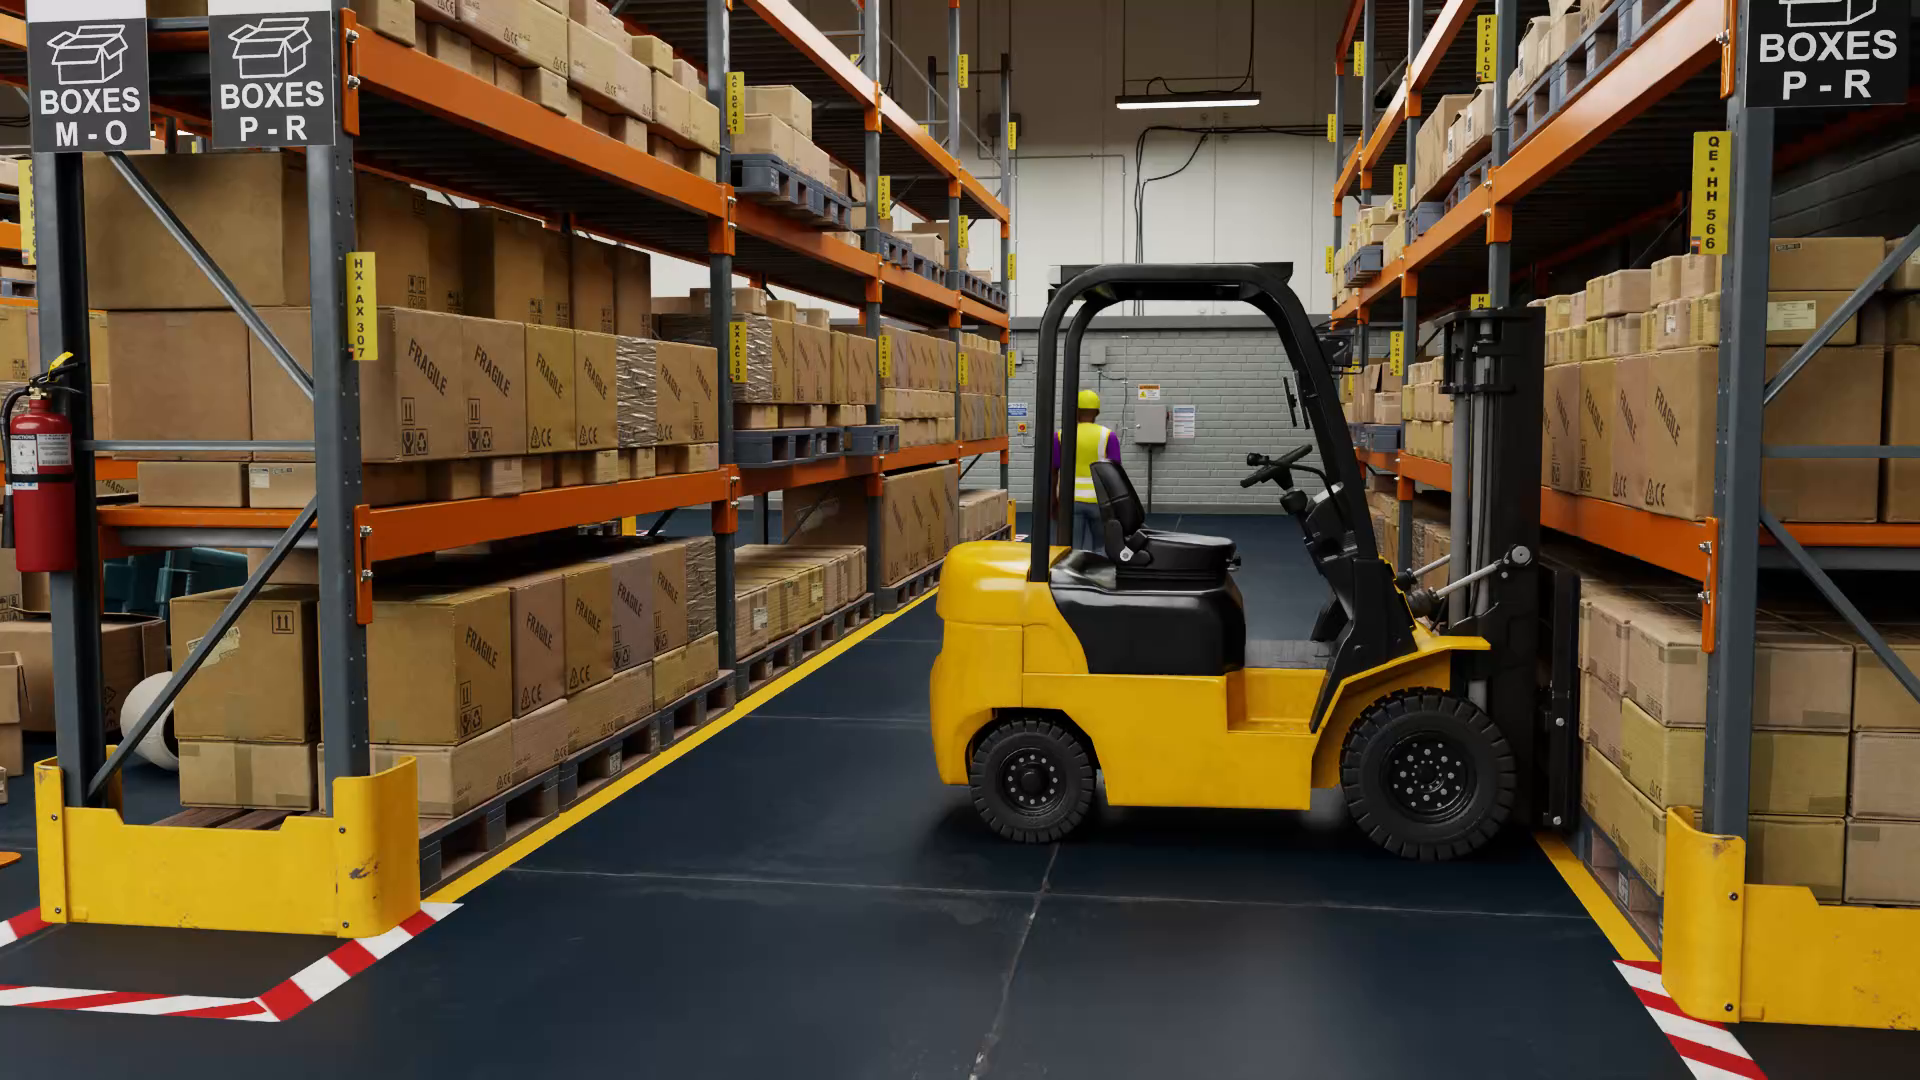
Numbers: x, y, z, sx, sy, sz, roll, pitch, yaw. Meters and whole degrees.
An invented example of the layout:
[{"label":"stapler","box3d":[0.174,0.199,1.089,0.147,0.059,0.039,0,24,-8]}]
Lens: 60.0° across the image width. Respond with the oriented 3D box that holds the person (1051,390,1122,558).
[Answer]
[{"label":"person","box3d":[0.994,-0.262,13.087,0.607,1.828,0.654,0,4,6]}]
